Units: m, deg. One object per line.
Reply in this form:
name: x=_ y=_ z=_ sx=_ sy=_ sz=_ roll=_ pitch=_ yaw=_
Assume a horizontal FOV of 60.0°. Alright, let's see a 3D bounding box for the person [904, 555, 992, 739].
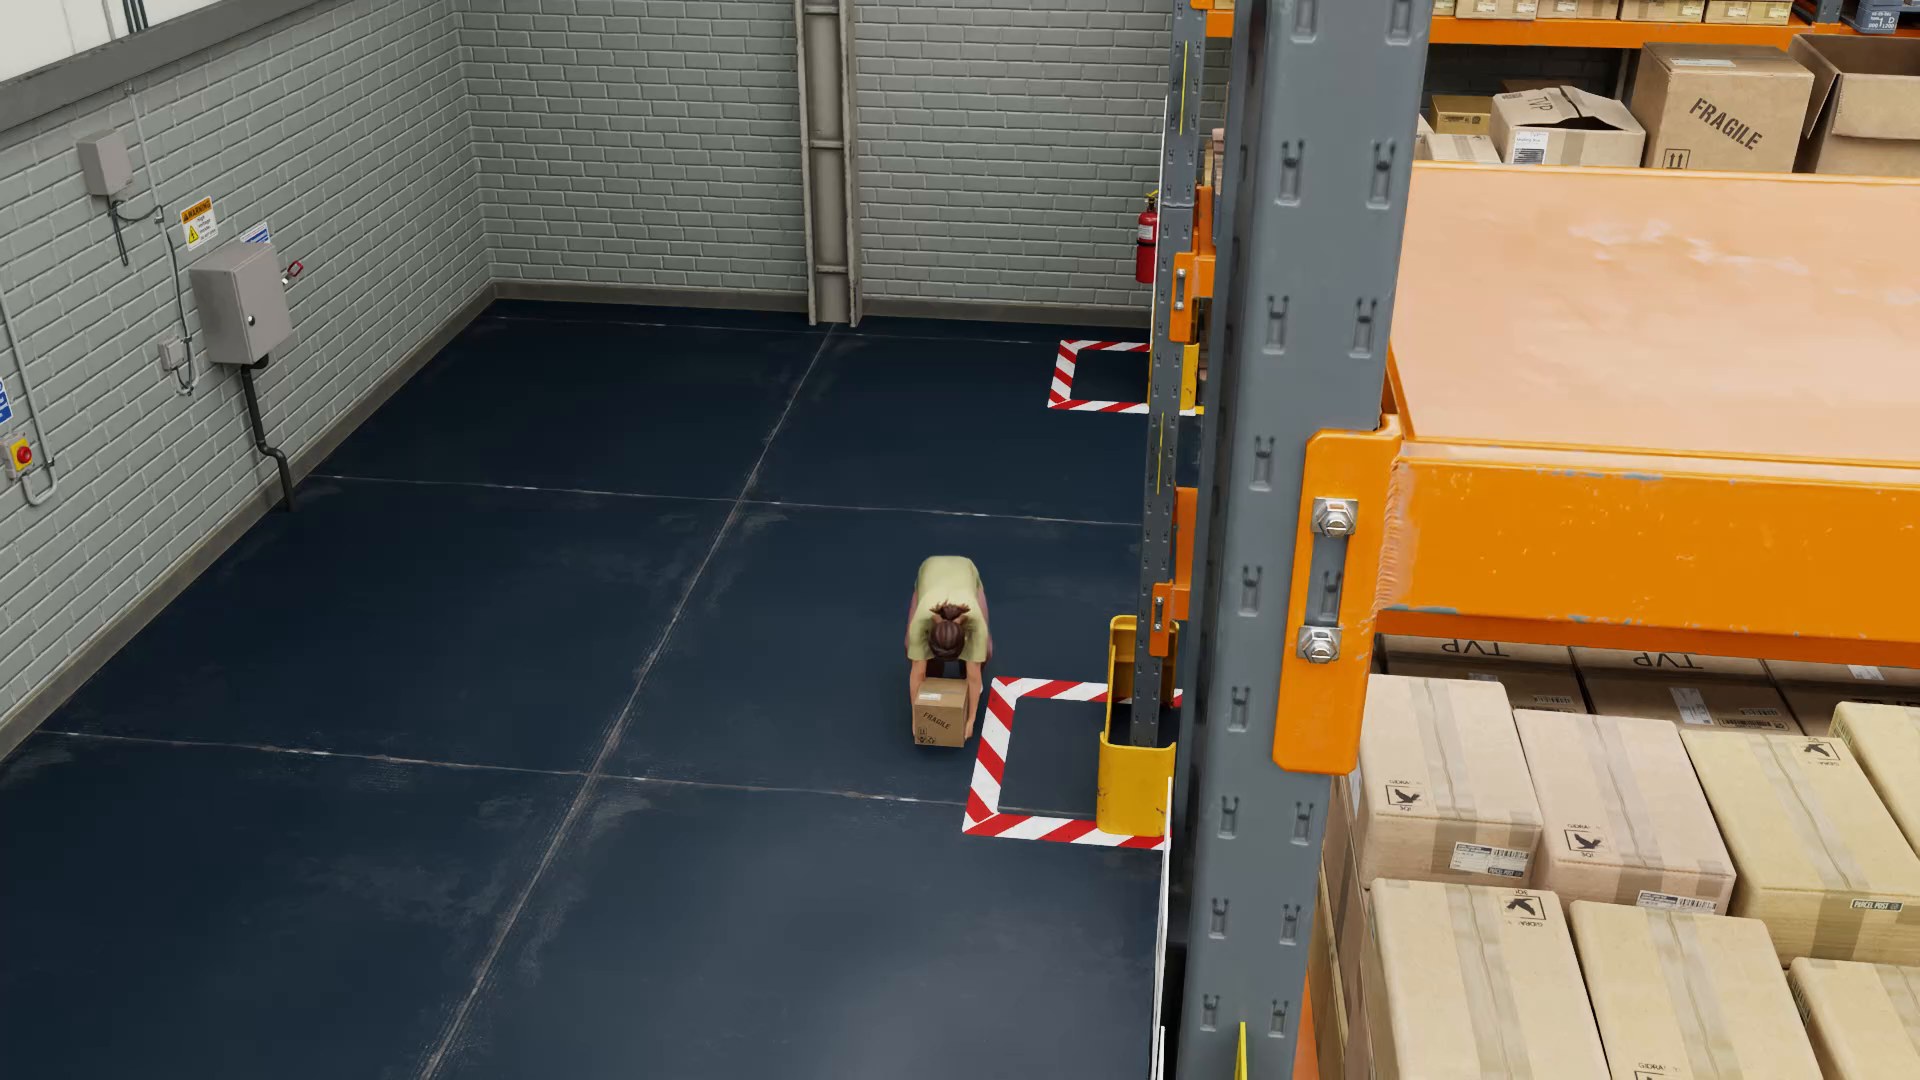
person: x=-0.056 y=0.527 z=8.653 sx=0.454 sy=0.754 sz=0.867 roll=1 pitch=29 yaw=2
